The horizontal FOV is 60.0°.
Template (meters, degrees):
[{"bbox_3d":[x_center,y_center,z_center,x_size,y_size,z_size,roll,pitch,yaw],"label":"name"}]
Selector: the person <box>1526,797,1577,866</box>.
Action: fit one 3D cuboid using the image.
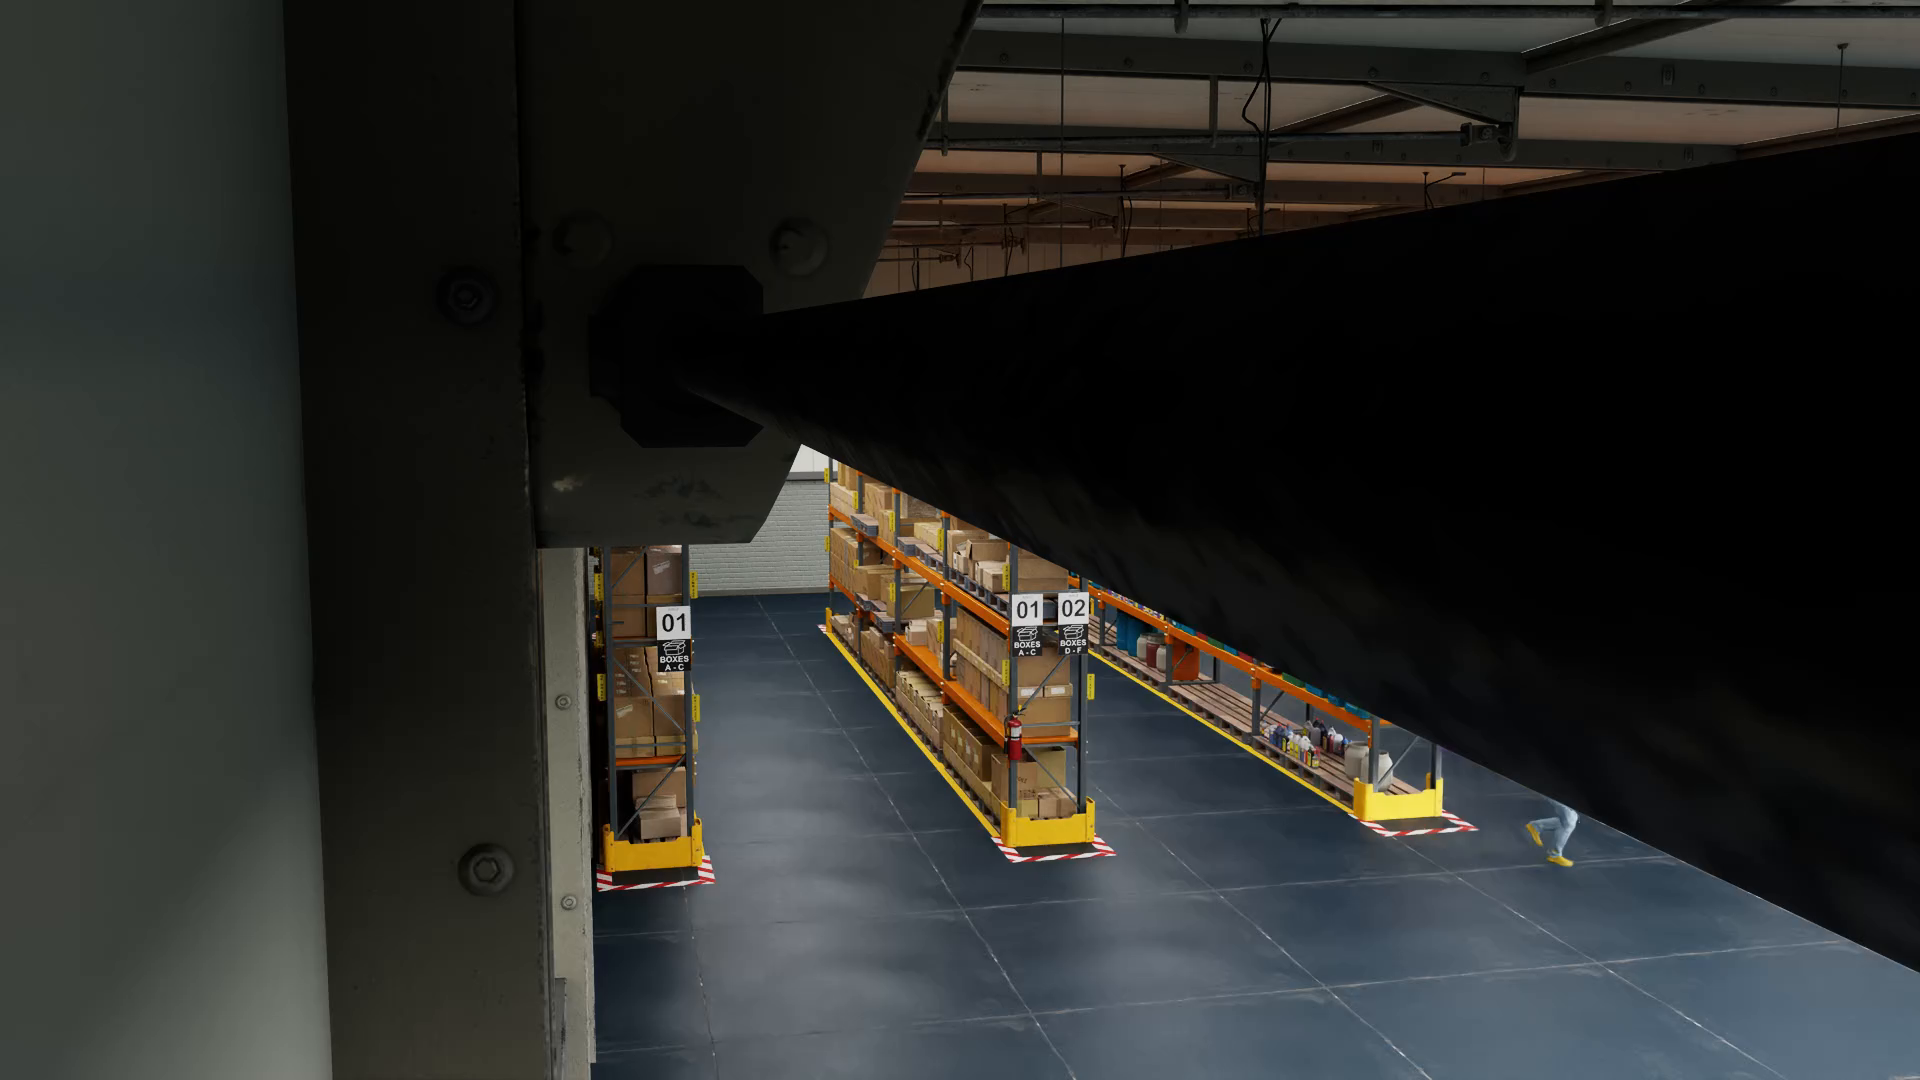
[{"bbox_3d":[7.264,3.079,20.299,0.652,1.739,0.724,4,8,28],"label":"person"}]
